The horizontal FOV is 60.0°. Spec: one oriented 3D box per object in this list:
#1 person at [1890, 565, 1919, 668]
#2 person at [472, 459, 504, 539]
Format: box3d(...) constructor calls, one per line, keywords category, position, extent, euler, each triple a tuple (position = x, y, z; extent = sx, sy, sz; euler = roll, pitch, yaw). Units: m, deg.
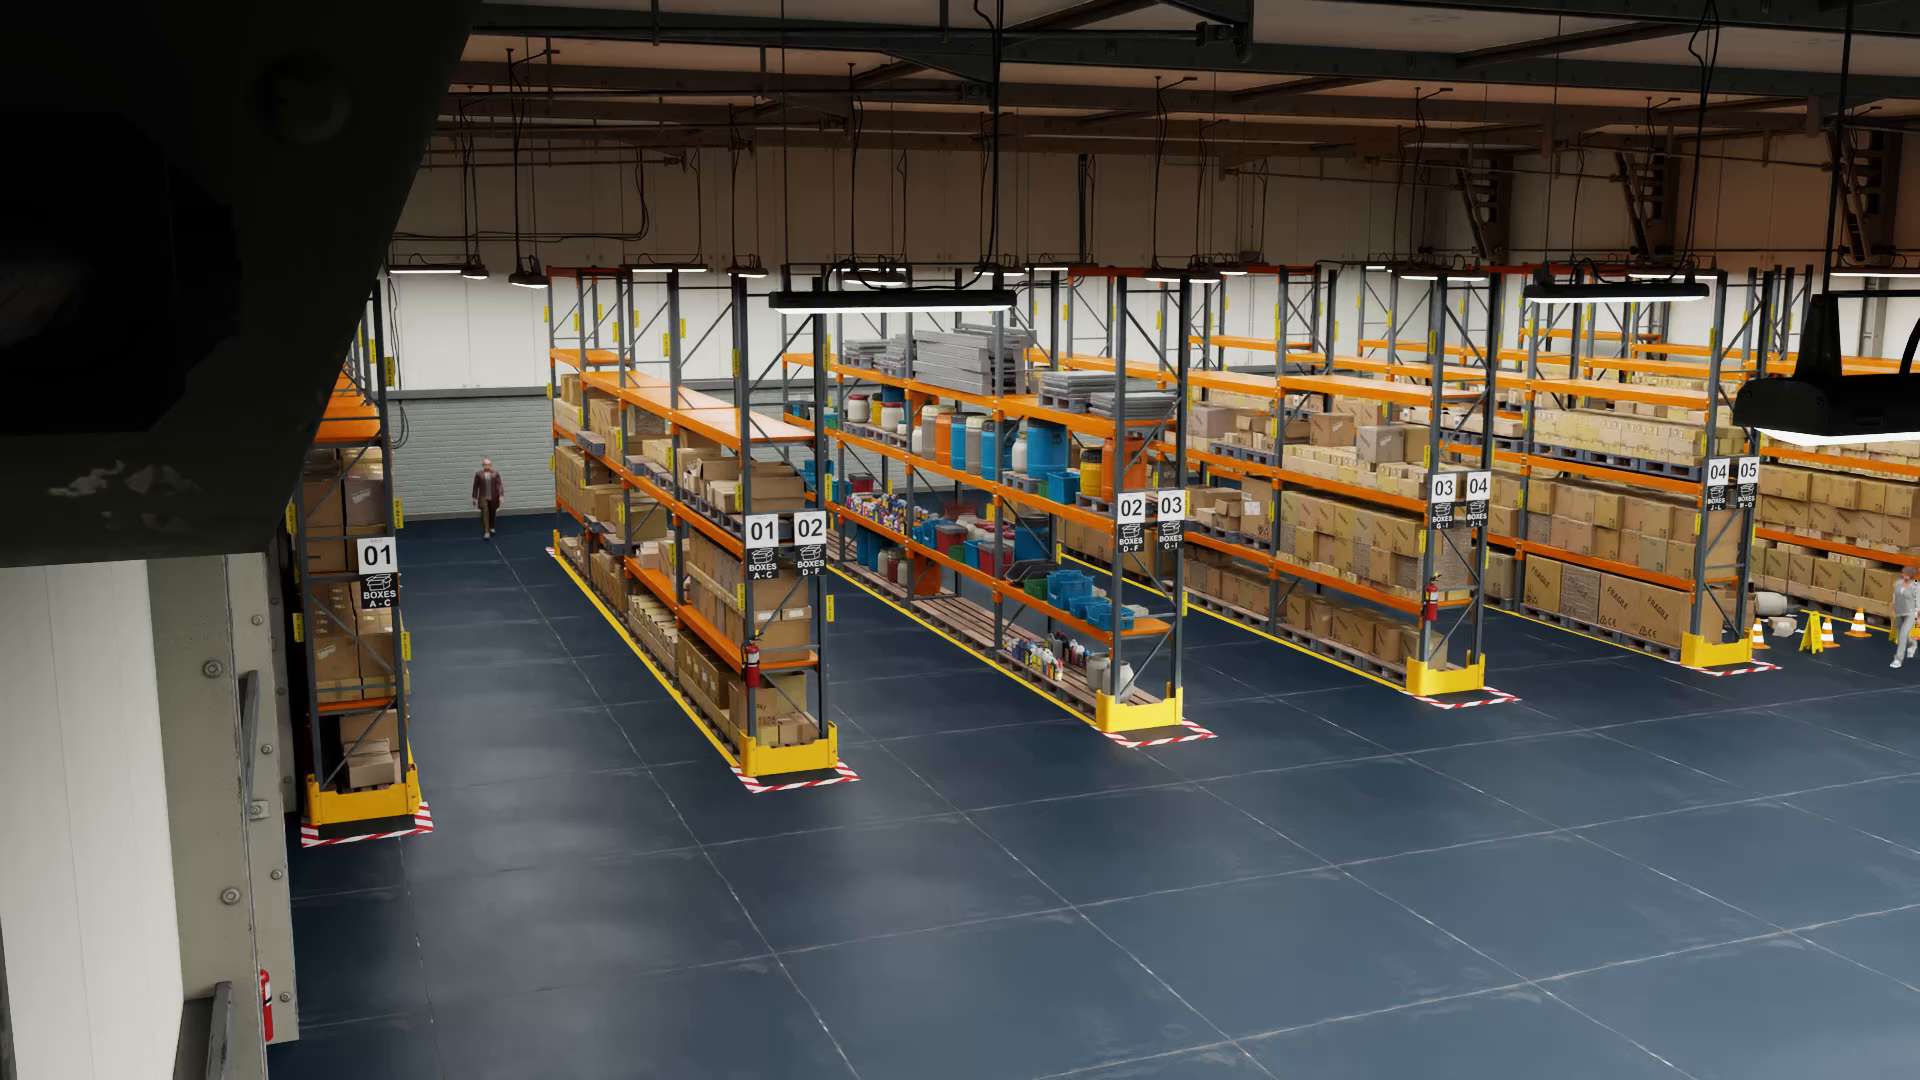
box3d(category="person", position=(14.540, 1.140, 25.513), extent=(0.808, 1.564, 0.429), euler=(-6, 12, -31))
box3d(category="person", position=(-10.468, -0.938, 36.890), extent=(0.681, 1.712, 1.129), euler=(-3, 10, -19))
